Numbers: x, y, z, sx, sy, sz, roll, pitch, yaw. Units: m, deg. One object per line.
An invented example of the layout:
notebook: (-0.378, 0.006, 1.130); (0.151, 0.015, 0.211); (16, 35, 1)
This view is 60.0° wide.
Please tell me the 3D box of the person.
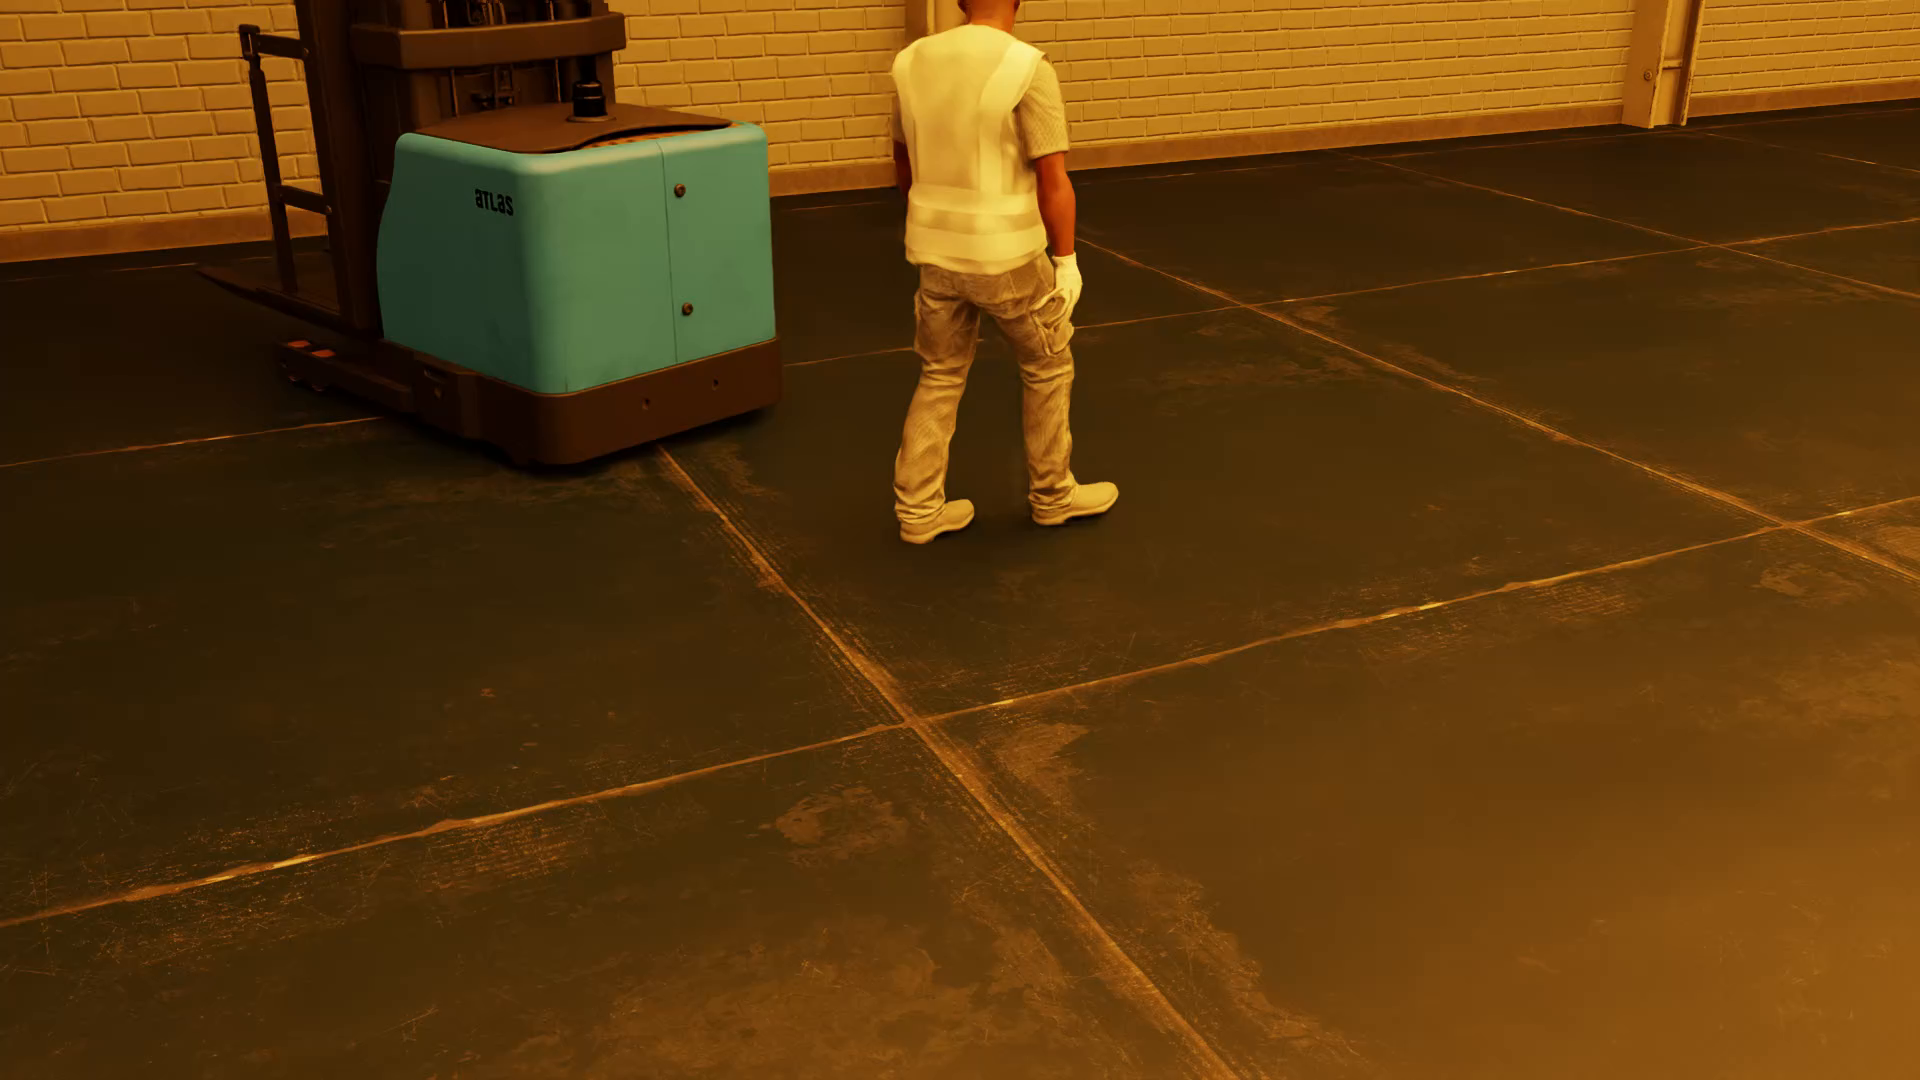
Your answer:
person: (0.107, -0.868, 4.924); (0.717, 1.761, 0.643); (15, 27, 32)

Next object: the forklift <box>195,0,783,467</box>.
forklift: (-2.086, -2.061, 6.247); (3.031, 2.935, 1.130); (19, 29, 39)
